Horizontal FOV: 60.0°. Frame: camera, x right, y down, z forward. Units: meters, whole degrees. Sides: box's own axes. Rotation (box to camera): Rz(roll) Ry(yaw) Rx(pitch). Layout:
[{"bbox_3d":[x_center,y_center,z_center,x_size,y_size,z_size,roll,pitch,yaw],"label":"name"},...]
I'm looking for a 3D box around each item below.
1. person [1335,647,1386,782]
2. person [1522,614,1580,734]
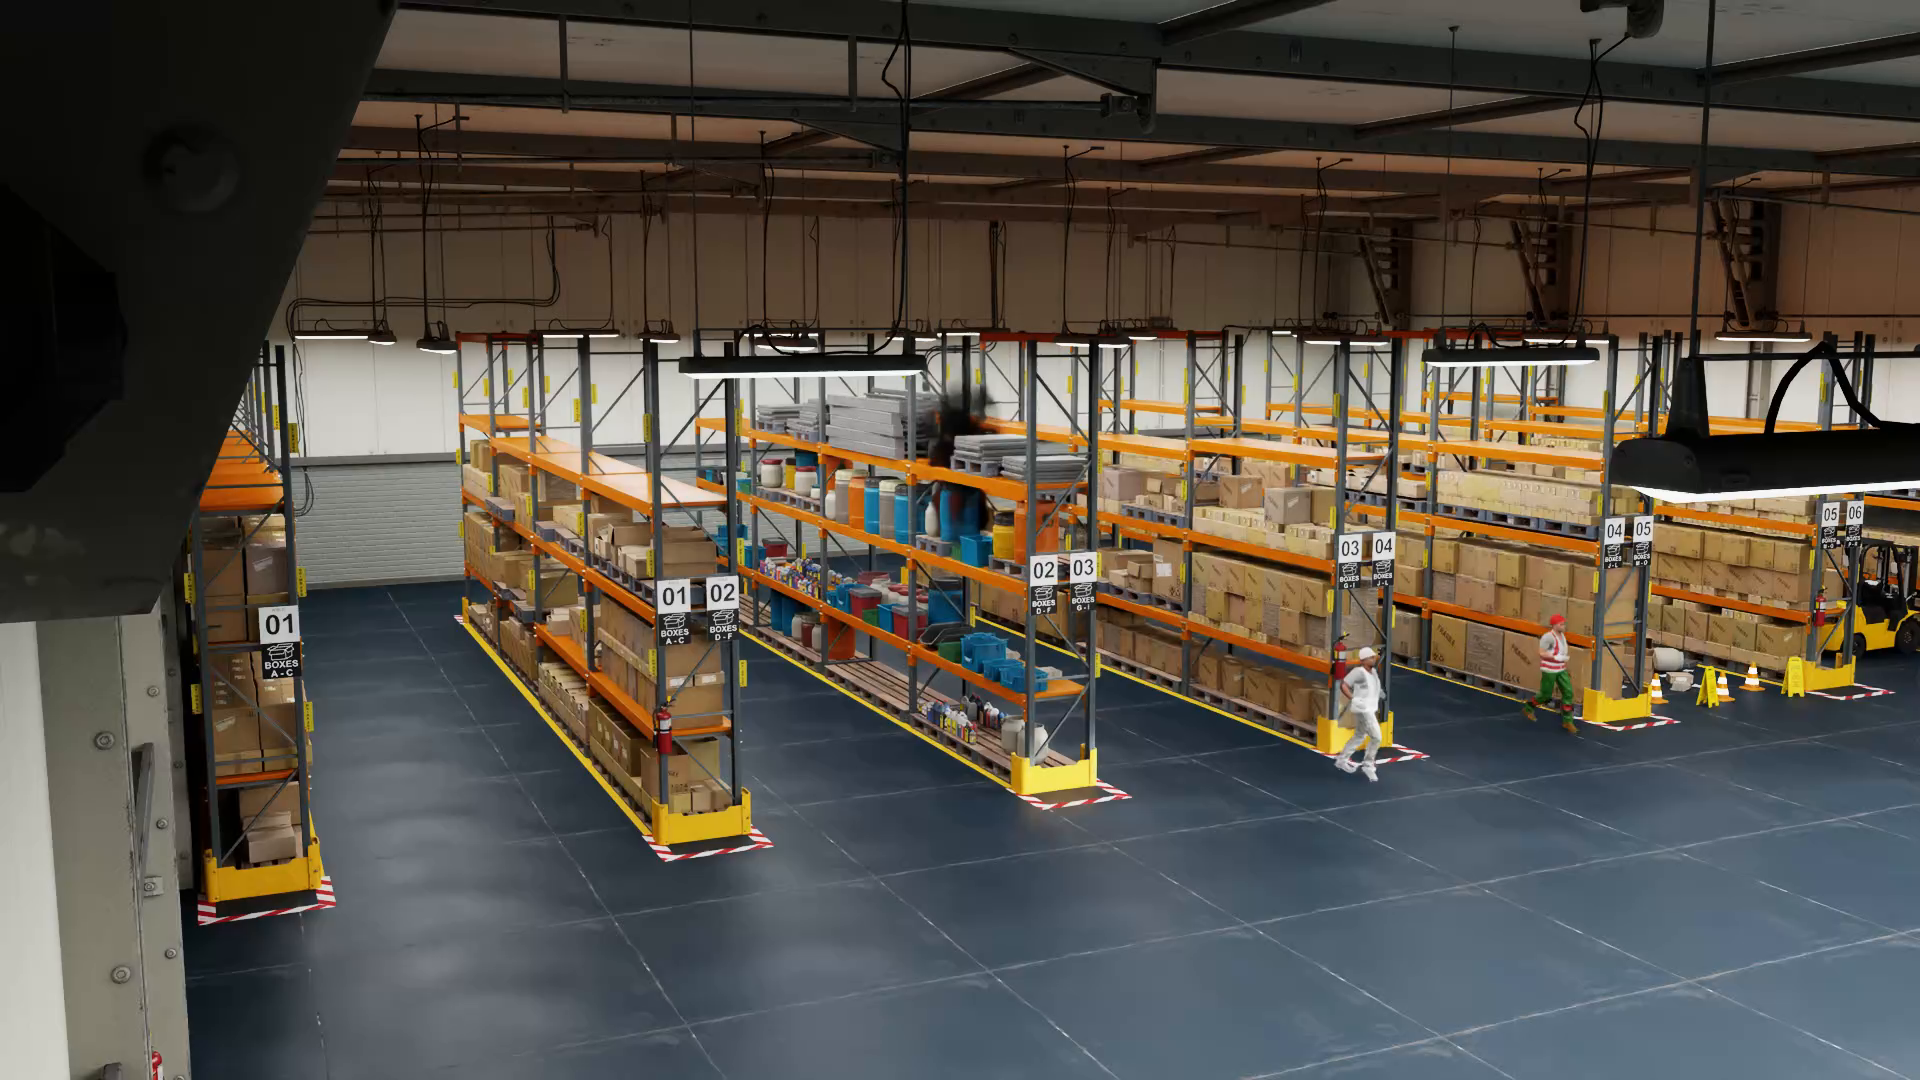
[{"bbox_3d":[5.530,2.388,22.890,0.658,1.851,0.717,4,9,29],"label":"person"},{"bbox_3d":[9.084,2.016,25.521,0.686,1.798,0.960,-5,9,-35],"label":"person"}]
